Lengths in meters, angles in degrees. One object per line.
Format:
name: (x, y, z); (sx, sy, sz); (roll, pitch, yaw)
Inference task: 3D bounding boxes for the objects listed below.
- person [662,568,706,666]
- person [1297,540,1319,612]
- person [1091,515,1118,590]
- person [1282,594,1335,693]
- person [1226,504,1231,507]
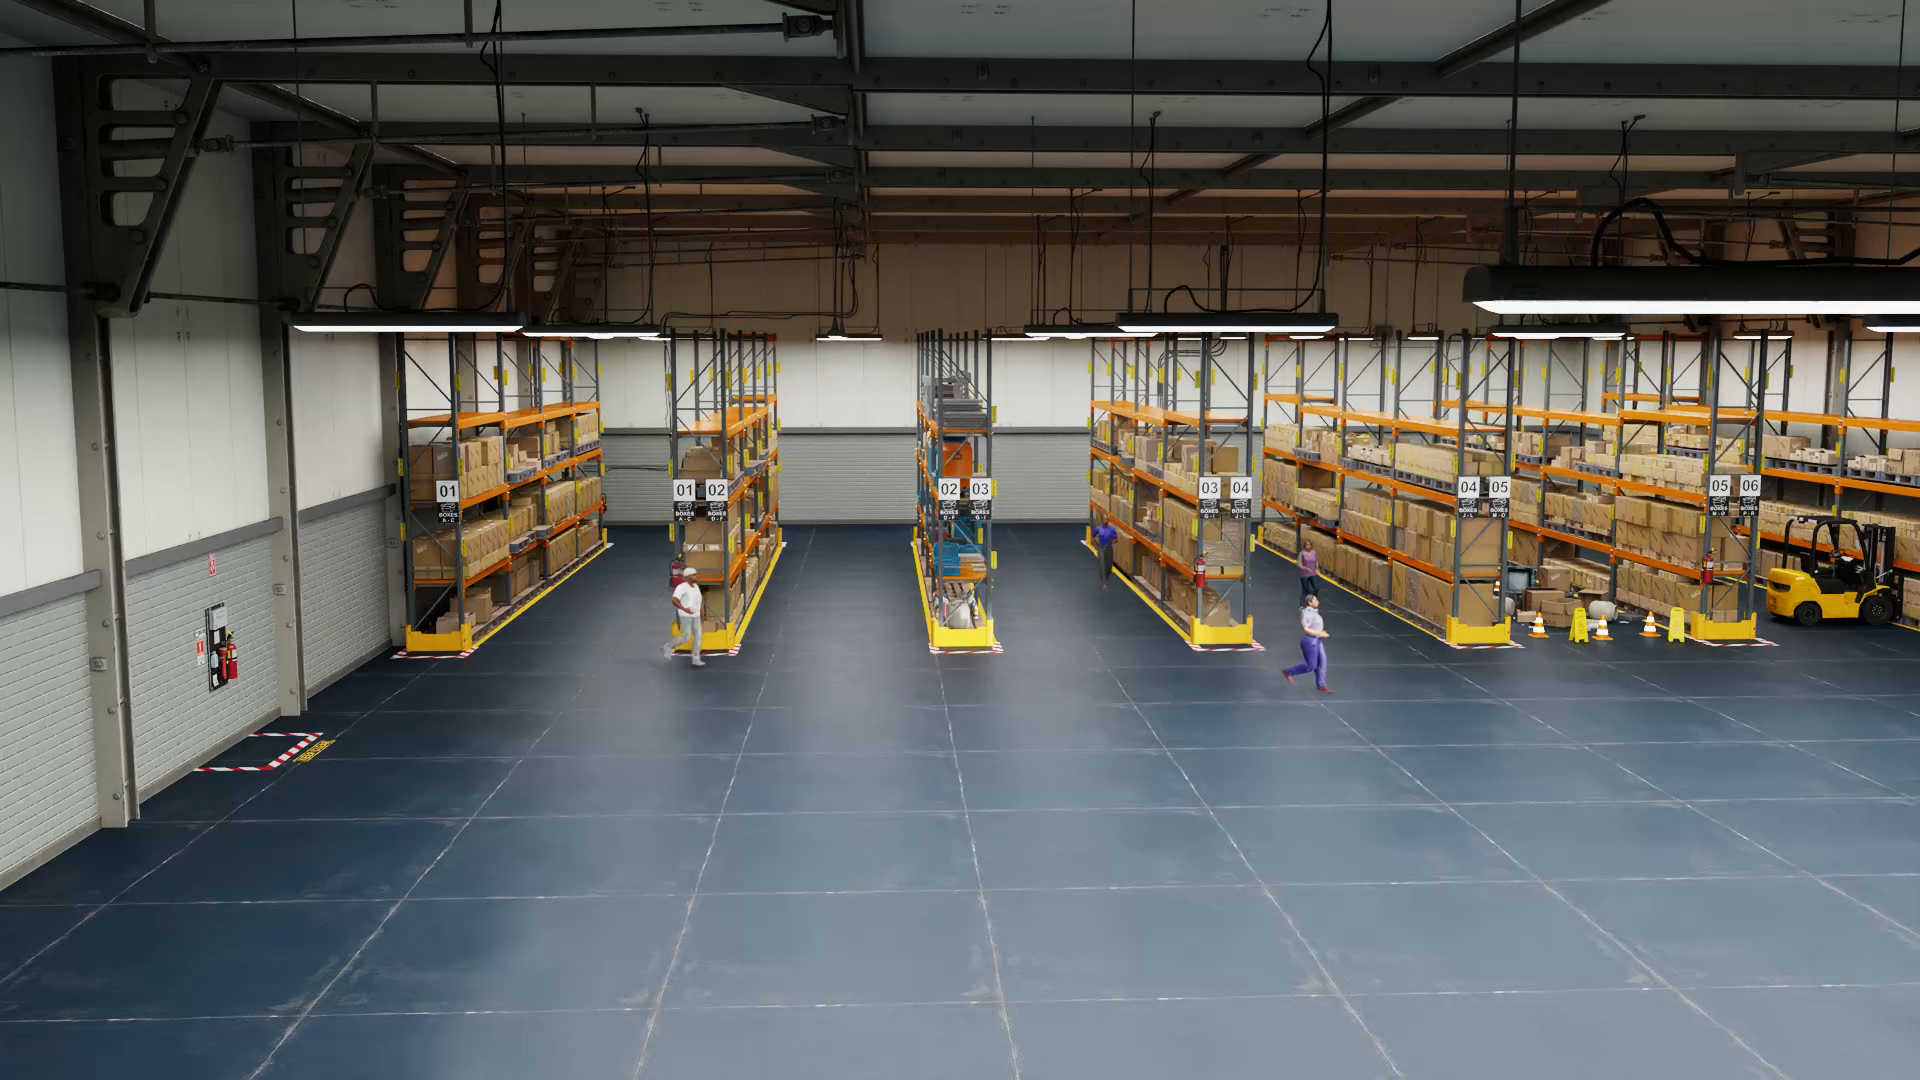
person: (-4.839, 1.360, 29.816); (0.894, 1.730, 0.767); (3, 8, 27)
person: (7.408, 0.780, 35.332); (0.545, 1.578, 0.629); (-1, 7, -8)
person: (3.224, 0.274, 36.925); (0.587, 1.662, 0.773); (-1, 7, -5)
person: (5.751, 1.701, 27.362); (0.849, 1.639, 0.607); (3, 7, 21)
person: (7.451, -0.588, 46.537); (0.534, 1.675, 0.972); (0, 7, -1)
